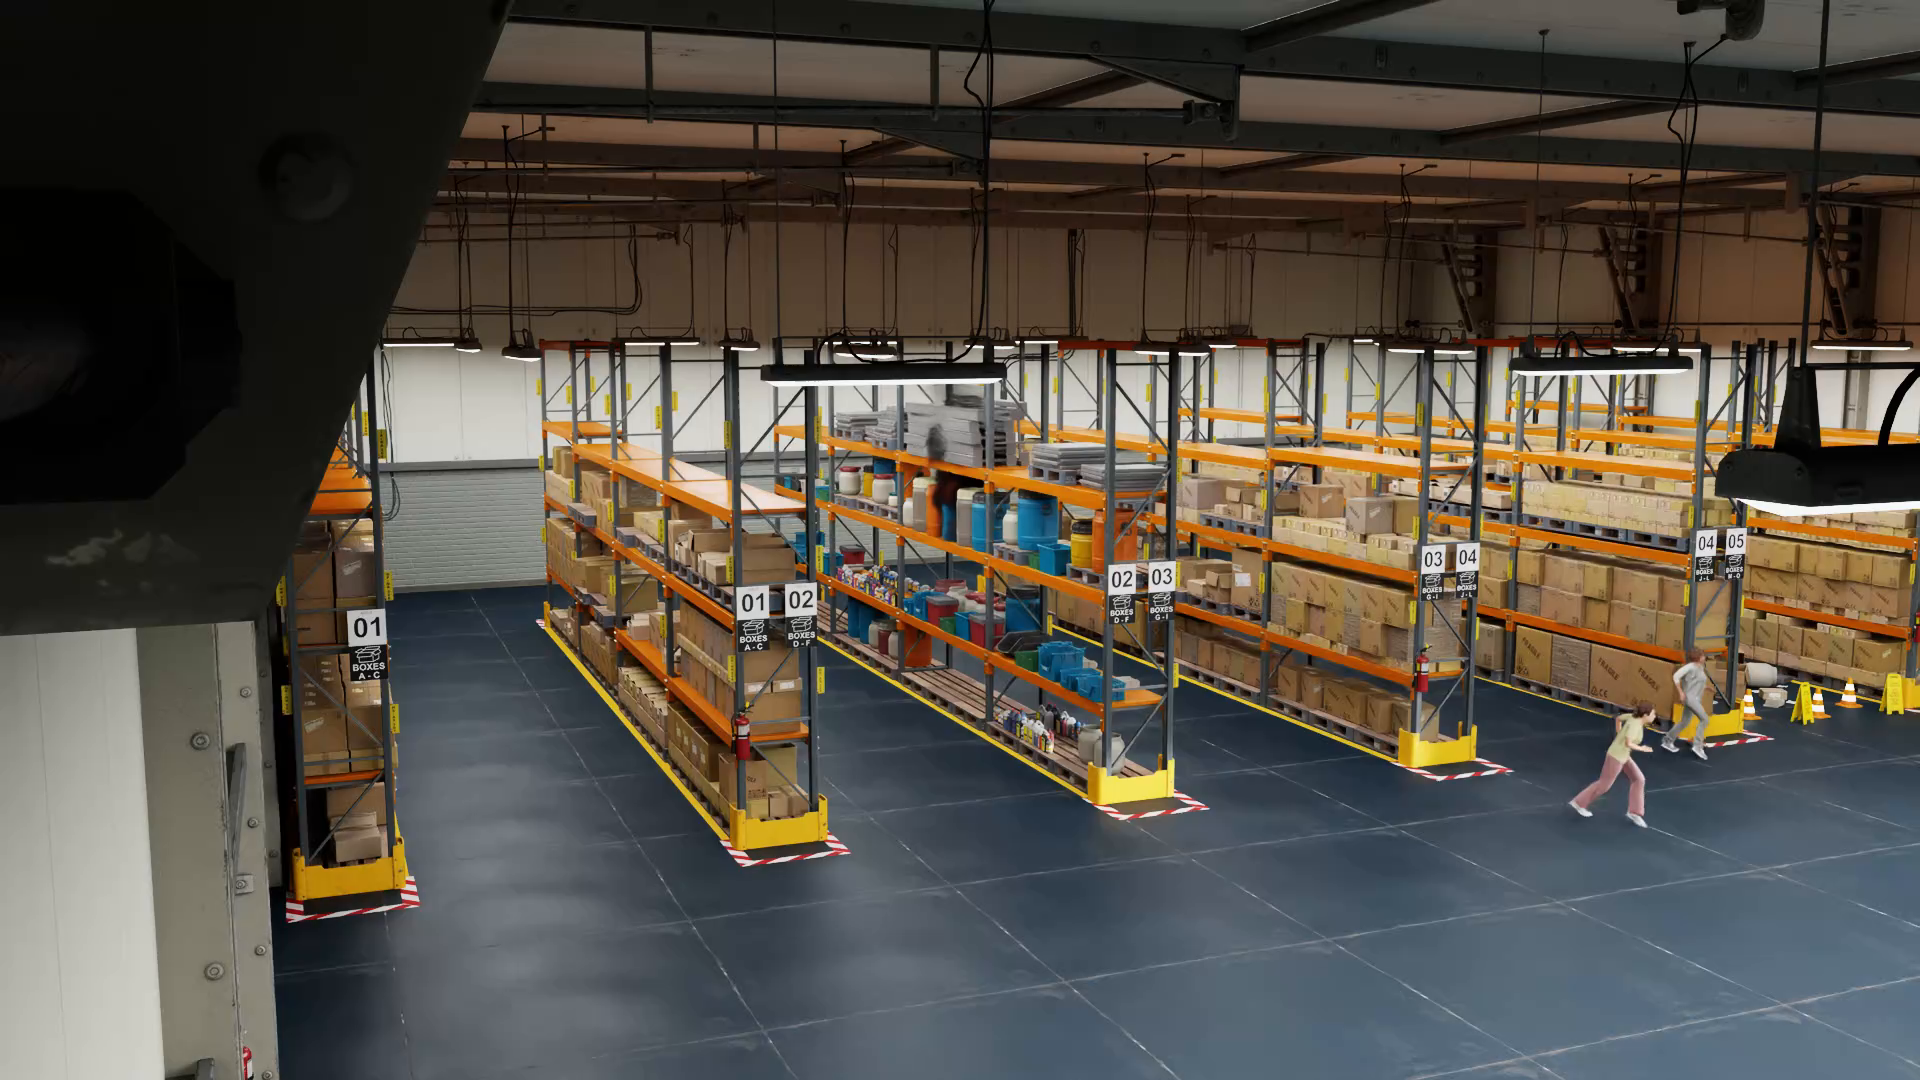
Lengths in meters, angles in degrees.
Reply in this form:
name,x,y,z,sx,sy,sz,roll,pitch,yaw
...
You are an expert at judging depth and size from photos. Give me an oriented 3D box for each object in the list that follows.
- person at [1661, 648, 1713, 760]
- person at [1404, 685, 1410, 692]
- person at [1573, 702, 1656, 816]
name,x,y,z,sx,sy,sz,roll,pitch,yaw
person,10.754,2.374,24.500,0.682,1.578,0.548,5,9,36
person,7.746,1.738,29.004,0.667,1.727,0.979,-4,8,-29
person,8.307,2.752,21.125,0.928,1.463,0.619,3,8,20
